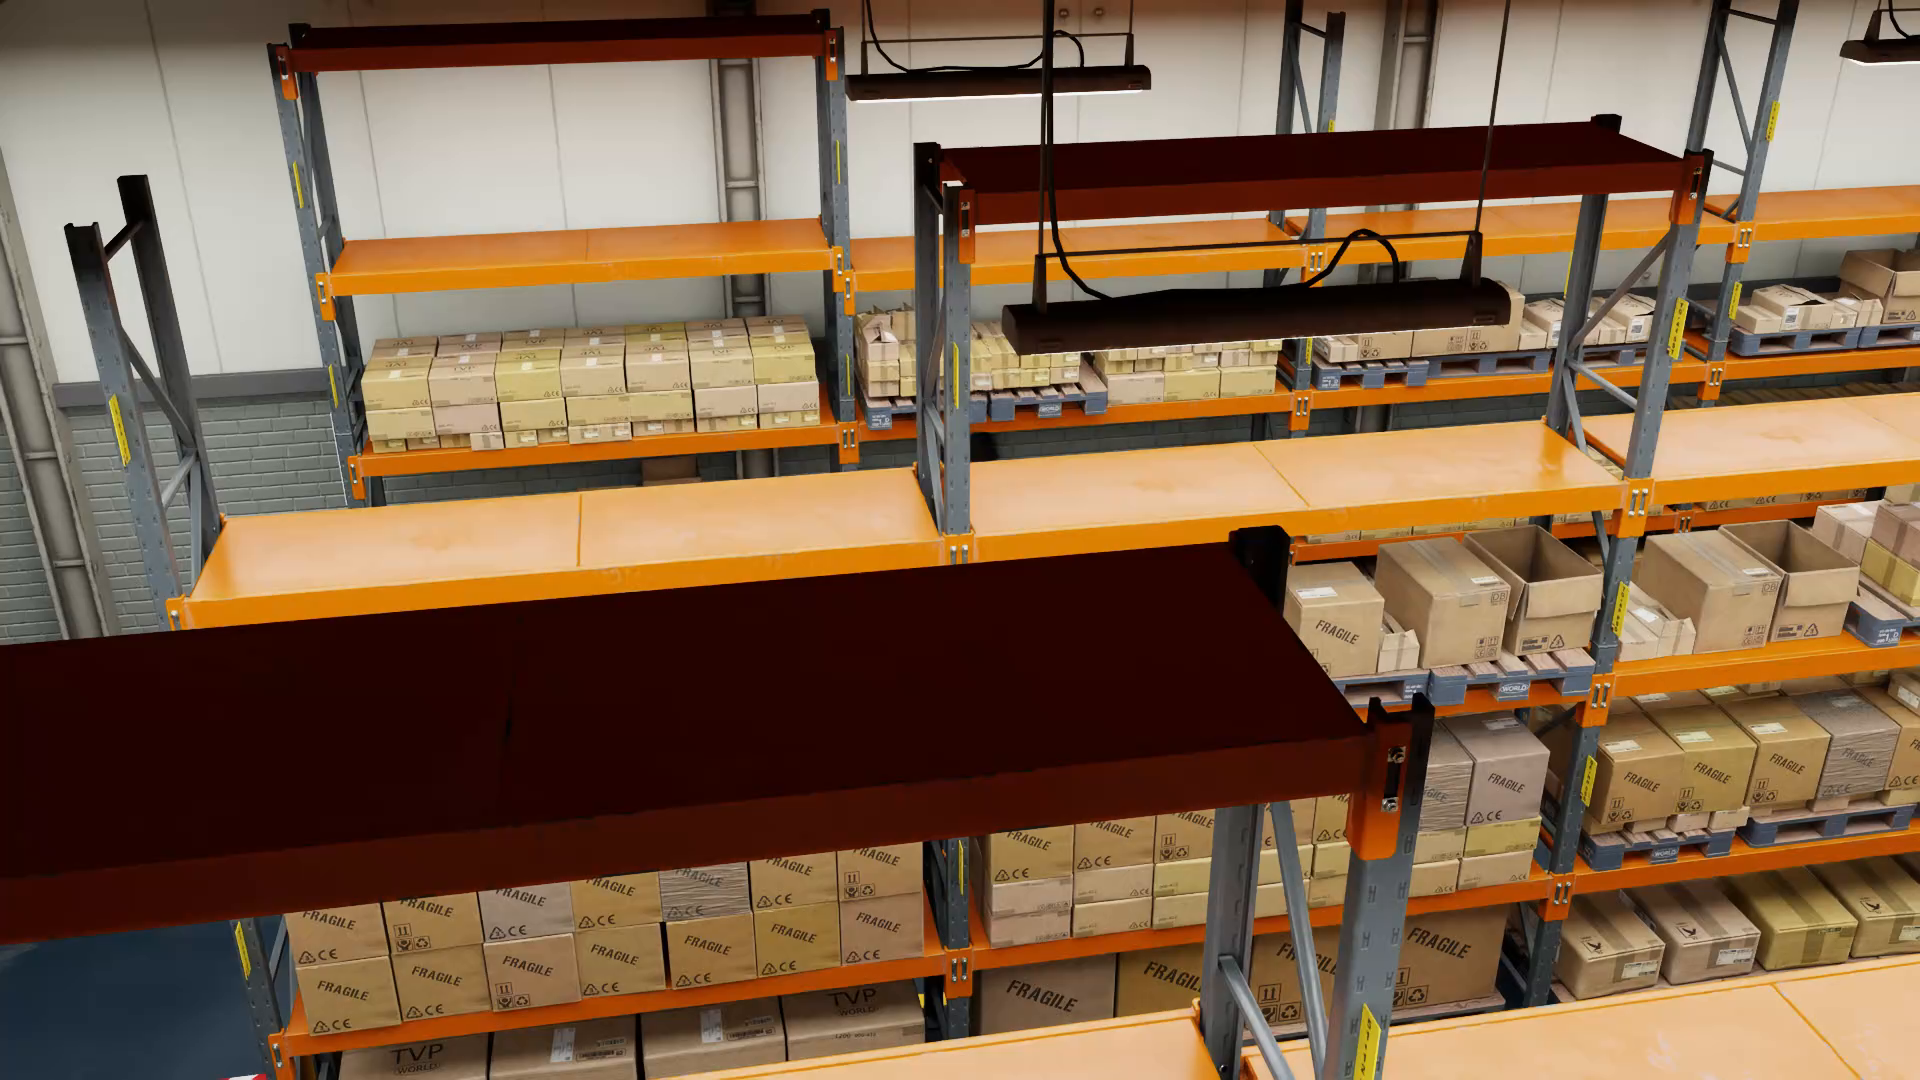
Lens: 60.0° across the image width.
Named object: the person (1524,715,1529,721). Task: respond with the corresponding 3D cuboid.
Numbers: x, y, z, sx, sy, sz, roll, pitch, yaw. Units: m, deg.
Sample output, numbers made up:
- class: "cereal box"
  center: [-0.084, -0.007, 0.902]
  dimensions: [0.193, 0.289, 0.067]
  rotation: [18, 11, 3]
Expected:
- class: "person"
  center: [4.716, 1.538, 13.256]
  dimensions: [0.751, 1.608, 0.595]
  rotation: [-13, 29, -26]
